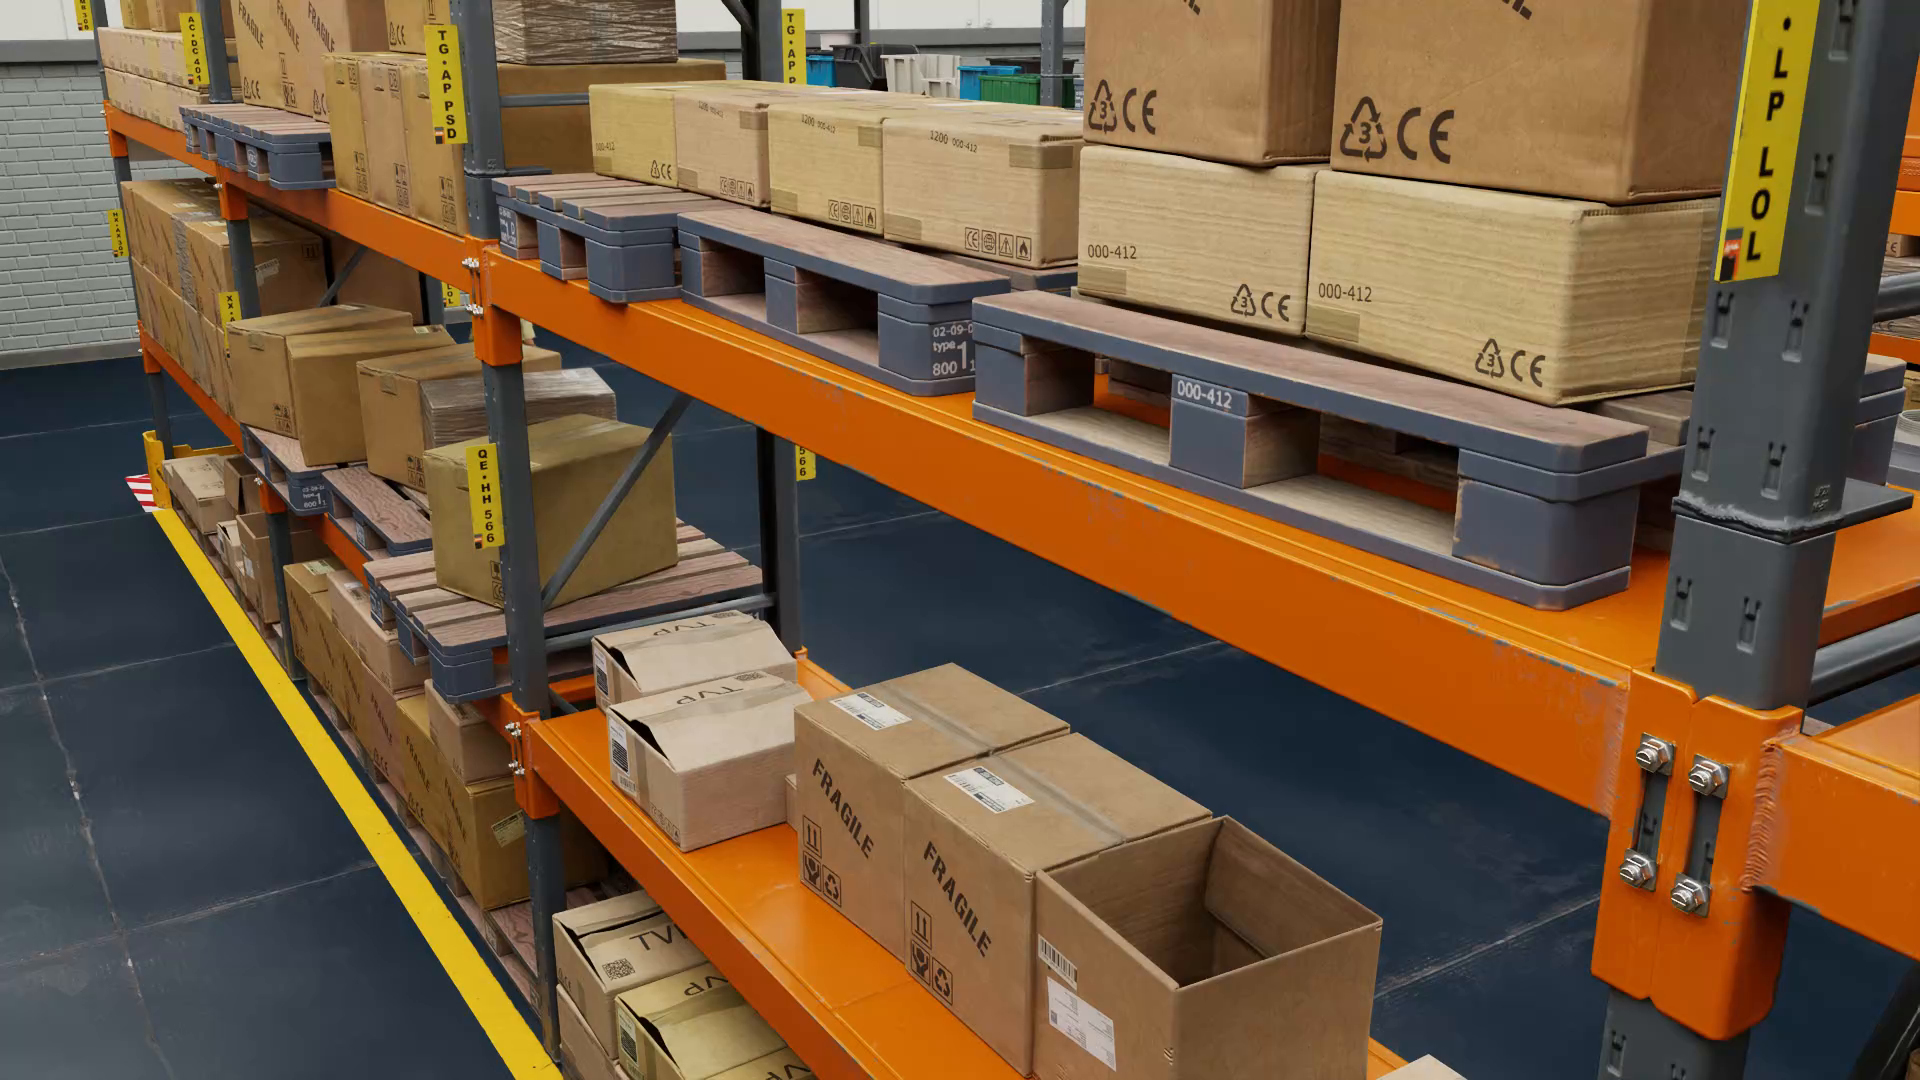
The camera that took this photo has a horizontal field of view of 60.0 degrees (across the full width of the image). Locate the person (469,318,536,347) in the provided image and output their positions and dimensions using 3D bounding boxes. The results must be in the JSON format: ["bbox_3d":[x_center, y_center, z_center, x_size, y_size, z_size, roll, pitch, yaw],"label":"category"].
[{"bbox_3d":[-3.360,-1.179,12.121,0.445,1.610,1.000,-13,22,-34],"label":"person"}]
